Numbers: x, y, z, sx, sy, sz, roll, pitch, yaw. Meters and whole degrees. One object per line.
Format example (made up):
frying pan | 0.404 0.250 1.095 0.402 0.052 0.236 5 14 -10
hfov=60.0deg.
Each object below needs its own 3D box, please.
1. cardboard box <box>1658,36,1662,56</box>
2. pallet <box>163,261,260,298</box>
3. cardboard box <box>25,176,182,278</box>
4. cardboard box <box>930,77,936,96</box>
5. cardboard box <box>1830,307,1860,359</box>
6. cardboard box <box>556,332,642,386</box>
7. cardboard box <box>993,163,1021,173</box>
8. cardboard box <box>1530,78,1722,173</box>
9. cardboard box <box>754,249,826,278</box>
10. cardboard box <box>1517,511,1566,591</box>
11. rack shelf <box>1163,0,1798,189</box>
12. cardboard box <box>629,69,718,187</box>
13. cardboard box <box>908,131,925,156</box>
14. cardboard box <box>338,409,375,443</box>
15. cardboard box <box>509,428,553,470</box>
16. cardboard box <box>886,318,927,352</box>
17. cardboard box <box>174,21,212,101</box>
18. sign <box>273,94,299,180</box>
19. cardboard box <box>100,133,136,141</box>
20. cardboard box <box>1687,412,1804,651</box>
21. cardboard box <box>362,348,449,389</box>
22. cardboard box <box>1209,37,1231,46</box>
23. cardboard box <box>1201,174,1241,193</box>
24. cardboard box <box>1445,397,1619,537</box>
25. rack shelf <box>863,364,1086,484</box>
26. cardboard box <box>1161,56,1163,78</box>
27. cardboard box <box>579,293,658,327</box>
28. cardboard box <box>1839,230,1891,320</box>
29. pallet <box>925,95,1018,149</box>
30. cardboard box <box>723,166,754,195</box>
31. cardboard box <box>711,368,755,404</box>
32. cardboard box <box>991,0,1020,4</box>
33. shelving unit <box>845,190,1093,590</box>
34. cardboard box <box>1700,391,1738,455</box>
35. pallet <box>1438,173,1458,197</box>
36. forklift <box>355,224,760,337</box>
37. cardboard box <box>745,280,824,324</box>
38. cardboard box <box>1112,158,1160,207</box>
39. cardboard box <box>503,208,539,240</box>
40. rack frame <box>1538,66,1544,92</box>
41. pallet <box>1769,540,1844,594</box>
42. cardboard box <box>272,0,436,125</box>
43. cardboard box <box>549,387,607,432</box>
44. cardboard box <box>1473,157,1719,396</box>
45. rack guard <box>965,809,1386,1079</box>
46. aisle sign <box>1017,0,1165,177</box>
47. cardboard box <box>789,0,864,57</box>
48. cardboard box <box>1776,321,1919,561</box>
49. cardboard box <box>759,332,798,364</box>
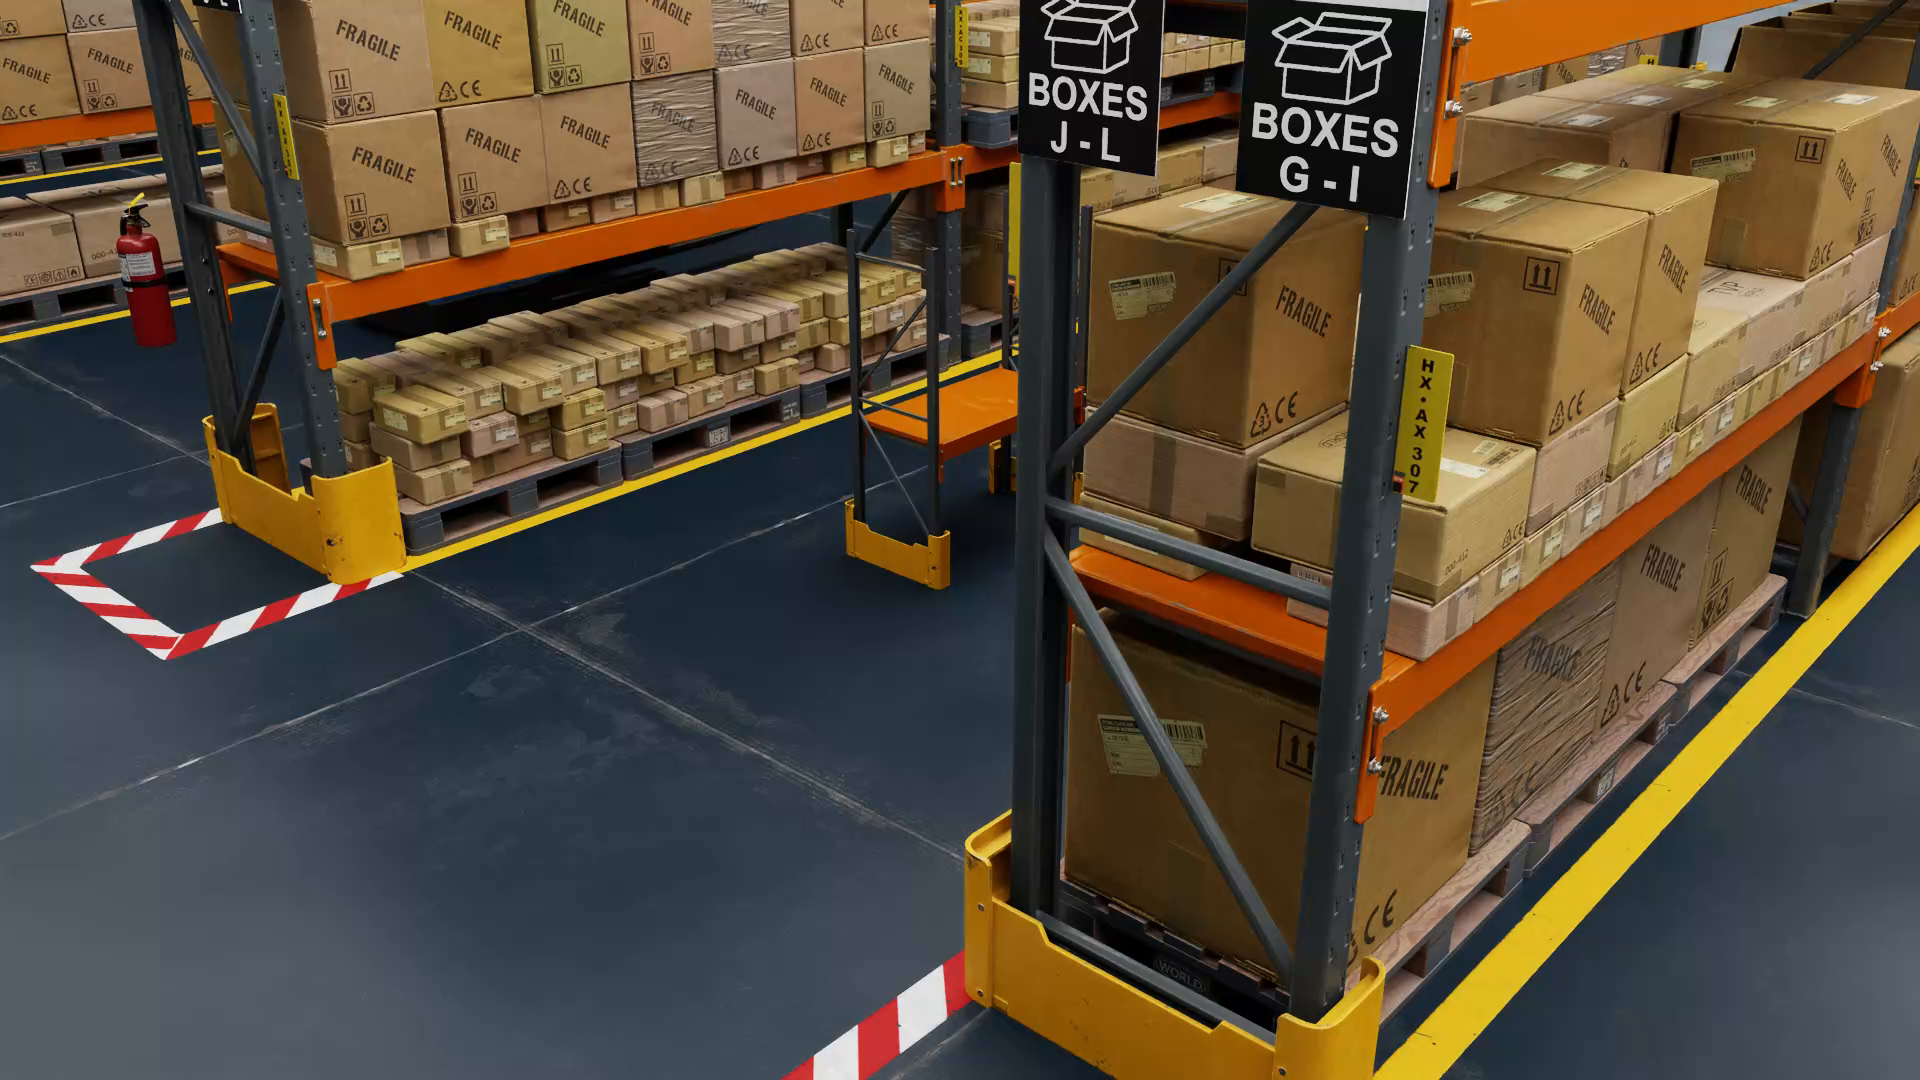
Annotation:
cardboard box | 7.202 -5.219 17.808 0.875 0.875 0.875 20 31 38
pallet | -5.537 -2.030 12.020 1.003 0.211 1.213 20 31 38
cardboard box | -5.856 -2.200 11.608 0.875 0.438 0.875 21 32 39
cardboard box | -0.286 -2.818 10.162 0.380 0.149 0.250 19 31 36
cardboard box | 3.092 -0.805 6.186 0.380 0.149 0.250 21 32 38
cardboard box | -1.816 -0.915 8.368 0.380 0.149 0.250 22 32 39
cardboard box | 0.259 -2.408 11.079 0.500 0.250 0.500 22 32 40
cardboard box | 2.379 -1.366 6.033 0.500 0.500 0.500 20 31 38
cardboard box | -1.015 -1.612 9.922 0.380 0.149 0.250 22 32 40
cardboard box | 1.377 -0.022 4.440 0.380 0.149 0.250 19 31 36
rack shelf | 1.888 -1.612 4.891 1.077 0.370 4.000 20 31 38
cardboard box | -1.557 -2.062 8.198 0.500 0.500 0.500 19 30 36
cardboard box | -0.419 -2.300 9.521 0.380 0.149 0.250 20 31 37
cardboard box | -2.933 -0.612 8.057 0.380 0.149 0.250 19 30 36
cardboard box | -2.210 -0.490 8.147 0.380 0.149 0.250 21 31 38
cardboard box | -0.411 -1.244 9.829 0.380 0.149 0.250 21 31 38
cardboard box | -5.301 -3.250 11.210 0.500 0.500 0.500 21 32 39
sign | -2.669 -1.594 6.580 0.100 0.325 0.005 20 31 38
cardboard box | -8.009 -3.882 15.712 0.380 0.149 0.250 19 30 36
cardboard box | 2.723 -0.223 6.666 0.875 0.875 0.875 20 31 38
cardboard box | -2.698 -0.801 8.113 0.380 0.149 0.250 21 32 38
cardboard box | 1.590 -3.408 11.115 0.380 0.149 0.250 20 31 37
cardboard box | 1.673 -2.406 11.992 0.500 0.500 0.500 22 32 40
cardboard box | 1.417 -0.262 4.487 0.500 0.250 0.500 20 31 37
rack shelf | 0.057 -0.546 7.575 0.538 0.185 1.000 20 31 38
cardboard box | 1.070 -3.036 10.649 0.380 0.149 0.250 19 31 37
cardboard box | -1.849 -1.210 9.027 0.380 0.149 0.250 20 31 38
cardboard box | 3.124 -1.042 6.227 0.500 0.250 0.500 19 31 37
pallet | 0.215 -2.671 10.276 1.003 0.211 1.213 20 31 38
cardboard box | -1.292 -1.901 8.630 0.380 0.149 0.250 20 31 37
cardboard box | -1.326 -0.867 8.990 0.380 0.149 0.250 21 32 38
cardboard box | 0.414 -3.404 10.742 0.380 0.149 0.250 19 30 36
shelving unit | 0.051 -0.708 7.495 0.587 1.500 1.083 20 31 38
cardboard box | 2.235 -0.415 5.315 0.380 0.149 0.250 21 31 38
pallet | 3.663 -3.102 14.409 1.003 0.211 1.213 20 31 38
forklift | -2.700 -3.101 11.084 1.130 2.935 3.031 18 30 34
cardboard box | -0.980 -1.324 9.281 0.380 0.149 0.250 21 32 39
cardboard box | 0.984 -2.429 11.126 0.500 0.250 0.500 22 32 39
cardboard box | -2.183 -1.514 7.768 0.380 0.149 0.250 22 32 40
rack frame | 4.936 -5.003 15.242 1.000 3.000 0.127 20 31 38
pallet | 3.682 -0.164 7.857 1.003 0.211 1.213 20 31 38
cardboard box | -2.575 -2.049 6.945 0.500 0.500 0.500 20 31 37
cardboard box | -1.958 -0.678 8.204 0.380 0.149 0.250 21 32 39
cardboard box | 1.750 -0.756 4.672 0.500 0.500 0.500 19 30 36
rack guard | 0.537 1.186 4.494 1.175 0.500 0.348 20 31 38
aisle sign | 0.282 -1.208 3.600 0.394 0.787 0.004 20 31 38
cardboard box | -0.857 -2.827 8.681 0.500 0.500 0.500 19 30 36
cardboard box | 3.635 -0.603 7.512 1.225 0.875 0.875 20 31 38
cardboard box | -1.110 -1.104 9.155 0.380 0.149 0.250 21 32 39
